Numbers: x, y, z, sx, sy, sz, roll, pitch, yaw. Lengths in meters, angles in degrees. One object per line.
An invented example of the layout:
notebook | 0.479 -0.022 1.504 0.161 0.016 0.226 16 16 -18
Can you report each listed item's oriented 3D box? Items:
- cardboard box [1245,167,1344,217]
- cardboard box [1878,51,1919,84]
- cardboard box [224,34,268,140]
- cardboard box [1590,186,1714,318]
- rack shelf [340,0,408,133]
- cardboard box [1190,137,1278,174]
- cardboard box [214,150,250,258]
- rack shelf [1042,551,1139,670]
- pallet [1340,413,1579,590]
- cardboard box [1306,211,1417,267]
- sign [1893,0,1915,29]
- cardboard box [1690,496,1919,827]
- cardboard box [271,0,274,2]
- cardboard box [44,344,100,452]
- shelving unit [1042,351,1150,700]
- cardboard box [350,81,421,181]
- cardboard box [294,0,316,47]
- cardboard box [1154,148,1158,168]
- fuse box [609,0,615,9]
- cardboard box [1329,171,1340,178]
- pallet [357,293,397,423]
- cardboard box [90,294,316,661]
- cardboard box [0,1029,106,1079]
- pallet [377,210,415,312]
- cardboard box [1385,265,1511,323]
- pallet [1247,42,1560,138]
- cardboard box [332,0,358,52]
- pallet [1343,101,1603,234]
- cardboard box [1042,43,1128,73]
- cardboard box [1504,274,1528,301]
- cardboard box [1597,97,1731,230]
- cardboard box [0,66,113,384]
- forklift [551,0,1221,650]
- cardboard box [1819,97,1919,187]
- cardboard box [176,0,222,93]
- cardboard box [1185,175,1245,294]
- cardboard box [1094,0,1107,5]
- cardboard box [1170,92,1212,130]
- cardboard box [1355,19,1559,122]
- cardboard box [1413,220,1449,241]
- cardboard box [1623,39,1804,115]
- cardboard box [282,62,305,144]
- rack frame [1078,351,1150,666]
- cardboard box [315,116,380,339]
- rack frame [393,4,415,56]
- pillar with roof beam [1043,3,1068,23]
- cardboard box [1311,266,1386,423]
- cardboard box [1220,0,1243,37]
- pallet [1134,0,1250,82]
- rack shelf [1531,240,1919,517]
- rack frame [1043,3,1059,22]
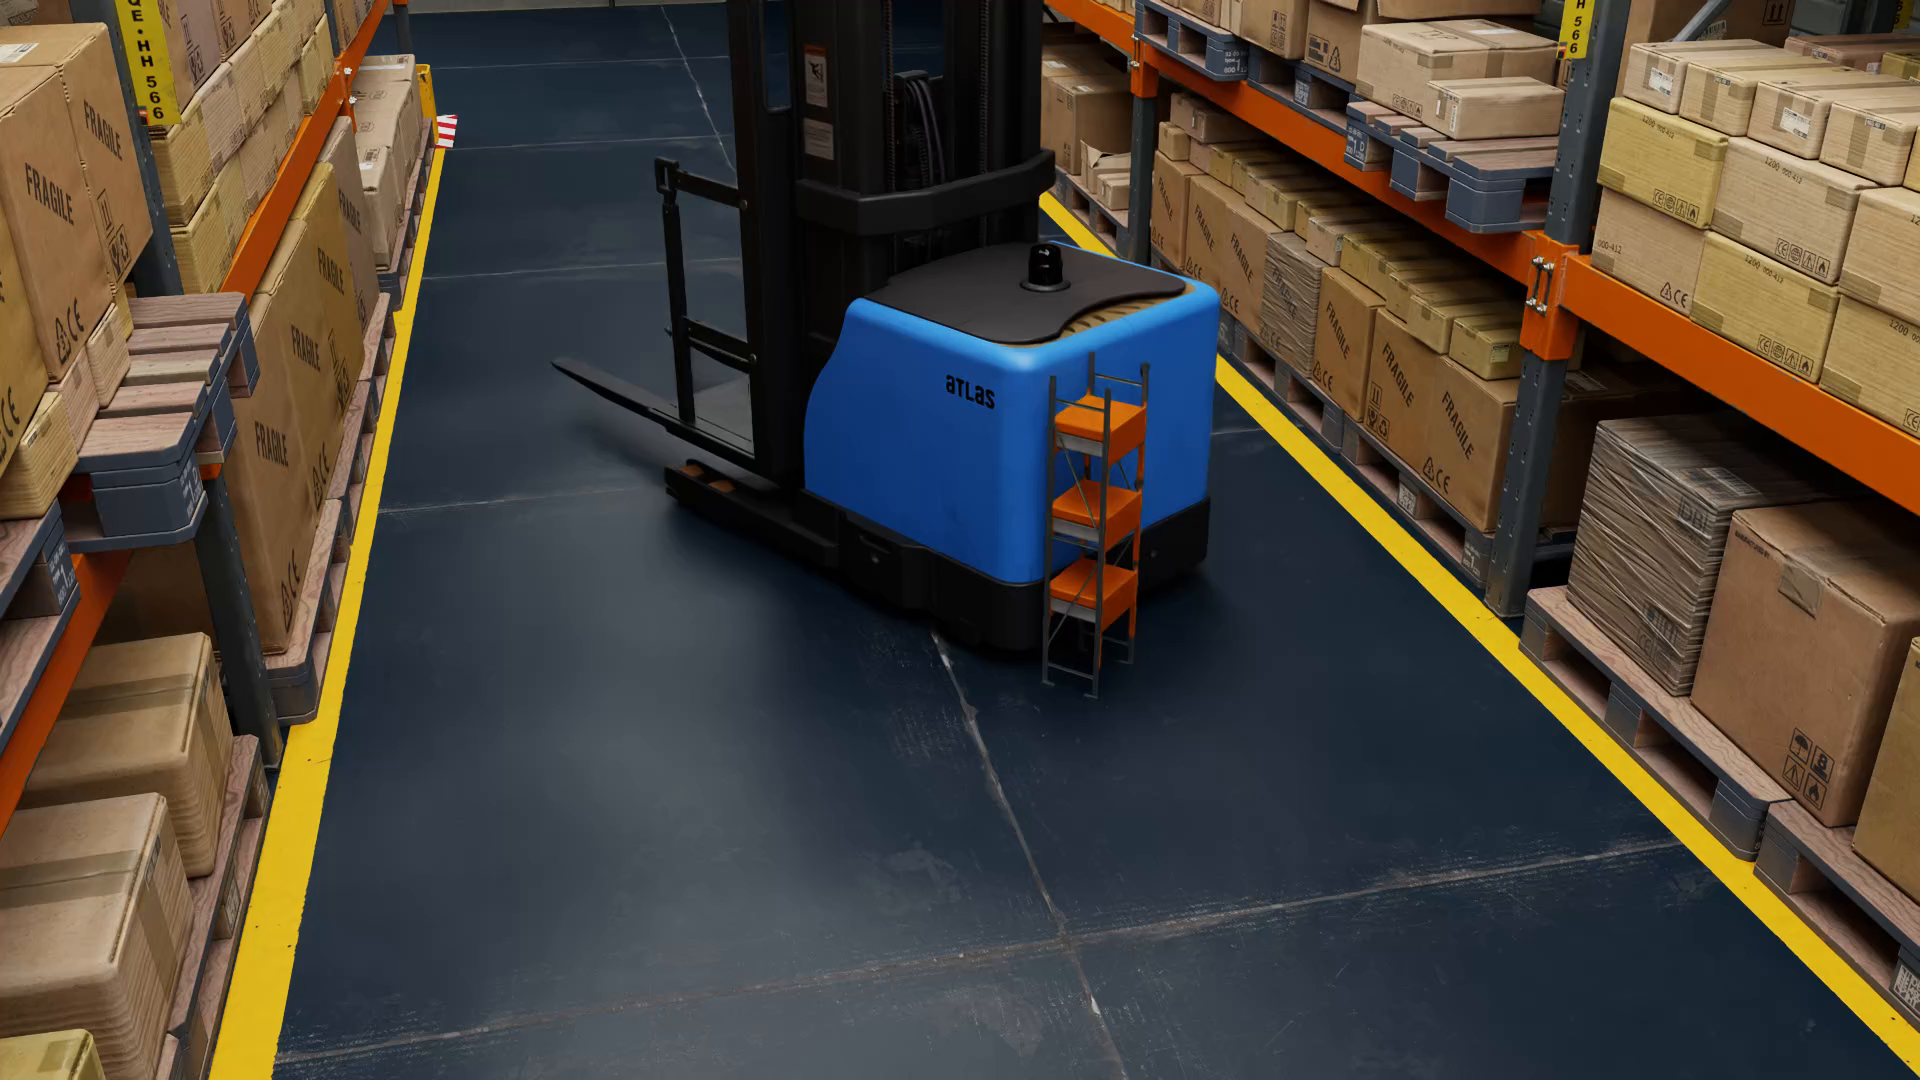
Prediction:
cardboard box | 1.549 -1.615 7.709 0.380 0.149 0.250 -6 27 -12
cardboard box | 2.765 -1.248 4.563 0.380 0.149 0.250 -5 27 -10
cardboard box | -2.598 -1.485 5.475 0.500 0.250 0.500 -6 27 -12
cardboard box | 2.189 -0.853 4.778 0.500 0.250 0.500 -6 27 -11
rack shelf | -3.861 -2.947 9.558 1.077 0.370 4.000 -6 27 -12
cardboard box | 1.385 -1.959 8.390 0.380 0.149 0.250 -7 28 -13
cardboard box | -2.506 -1.031 5.131 0.500 0.250 0.500 -7 28 -13
rack shelf | 0.415 0.221 5.287 0.215 0.259 0.240 16 31 28
pallet | 2.195 -0.227 6.465 1.003 0.211 1.213 -6 27 -12
cardboard box | 1.697 -1.277 7.039 0.380 0.149 0.250 -7 28 -14
sign | 2.867 -1.715 5.033 0.100 0.325 0.005 -6 27 -12
cardboard box | 2.609 0.294 4.508 0.875 0.625 0.625 -5 27 -10
cardboard box | -2.846 -2.260 6.177 0.500 0.500 0.500 -5 27 -10
cardboard box | -1.925 -0.262 3.253 0.380 0.149 0.250 -7 28 -14
shelving unit | 0.415 -0.036 5.157 0.215 1.050 0.252 16 31 28
cardboard box | -3.851 -2.509 10.270 0.875 0.438 0.875 -5 27 -10
cardboard box | -2.954 -2.159 6.810 0.500 0.250 0.500 -5 27 -10
cardboard box | 1.409 -2.315 10.206 0.380 0.149 0.250 -6 27 -12
fuse box | -3.525 -6.193 16.621 0.539 1.711 0.414 -6 27 -12
cardboard box | 2.000 -1.794 8.064 0.380 0.149 0.250 -7 28 -14
pallet | -3.162 -0.814 7.629 1.003 0.211 1.213 -6 27 -12
cardboard box | -2.583 -0.185 5.179 0.875 0.875 0.875 -6 27 -12
cardboard box | -2.051 1.257 2.881 0.950 0.372 0.625 -5 27 -10
pallet | -3.505 -1.487 8.962 1.003 0.211 1.213 -6 27 -12
cardboard box | 1.861 -0.929 6.350 0.380 0.149 0.250 -7 28 -13
pallet | 1.884 -1.908 6.913 1.003 0.211 1.213 -6 27 -12
cardboard box | -3.260 -2.667 8.095 0.500 0.500 0.500 -5 27 -10
pallet | 2.106 -1.345 5.798 1.213 0.211 1.003 -6 27 -12
cardboard box | 0.724 -3.066 11.304 0.700 0.500 0.500 -5 27 -9
cardboard box | 2.345 -0.982 6.455 0.380 0.149 0.250 -6 27 -11
cardboard box | 2.164 -1.074 4.661 0.500 0.250 0.500 -6 27 -12
cardboard box | -2.008 -0.602 3.207 0.500 0.500 0.500 -6 27 -12
forklift | -0.504 -1.518 6.004 1.130 2.935 3.031 -24 35 -39
cardboard box | 2.327 -0.964 3.999 0.380 0.149 0.250 -6 27 -11
cardboard box | -2.502 -1.583 4.837 0.500 0.500 0.500 -6 27 -11
cardboard box | 1.445 -1.500 8.200 0.500 0.500 0.500 -6 27 -12
cardboard box | 0.945 -3.122 9.385 0.380 0.149 0.250 -5 27 -10
cardboard box | 1.306 -2.212 8.561 0.380 0.149 0.250 -6 27 -12
cardboard box | 1.774 -1.691 5.971 0.500 0.250 0.500 -7 28 -14
cardboard box | 2.169 -1.324 7.132 0.380 0.149 0.250 -6 27 -11
cardboard box | 2.112 -1.304 4.674 0.380 0.149 0.250 -5 27 -10
cardboard box | -2.854 -1.705 6.465 0.500 0.250 0.500 -7 28 -13
rack frame | 0.480 -0.083 5.249 0.200 1.050 0.008 16 31 28
cardboard box | -3.192 -1.365 7.518 0.875 0.875 0.875 -5 27 -10
rack frame | -4.311 -4.146 11.136 1.000 3.000 0.127 -6 27 -12
pillar with roof beam | -3.400 -8.168 12.446 9.100 9.000 0.400 -6 27 -12
cardboard box | 1.799 -0.826 6.865 0.500 0.500 0.500 -5 27 -9
cardboard box | 1.365 -2.375 7.309 0.396 0.266 0.258 -5 27 -9
pallet | 1.499 -2.448 7.985 1.003 0.211 1.213 -6 27 -12
rack shelf | 2.778 0.059 3.602 1.077 0.370 4.000 -6 27 -12
rack frame | 0.524 -4.652 12.138 1.000 3.000 0.127 -6 27 -12
